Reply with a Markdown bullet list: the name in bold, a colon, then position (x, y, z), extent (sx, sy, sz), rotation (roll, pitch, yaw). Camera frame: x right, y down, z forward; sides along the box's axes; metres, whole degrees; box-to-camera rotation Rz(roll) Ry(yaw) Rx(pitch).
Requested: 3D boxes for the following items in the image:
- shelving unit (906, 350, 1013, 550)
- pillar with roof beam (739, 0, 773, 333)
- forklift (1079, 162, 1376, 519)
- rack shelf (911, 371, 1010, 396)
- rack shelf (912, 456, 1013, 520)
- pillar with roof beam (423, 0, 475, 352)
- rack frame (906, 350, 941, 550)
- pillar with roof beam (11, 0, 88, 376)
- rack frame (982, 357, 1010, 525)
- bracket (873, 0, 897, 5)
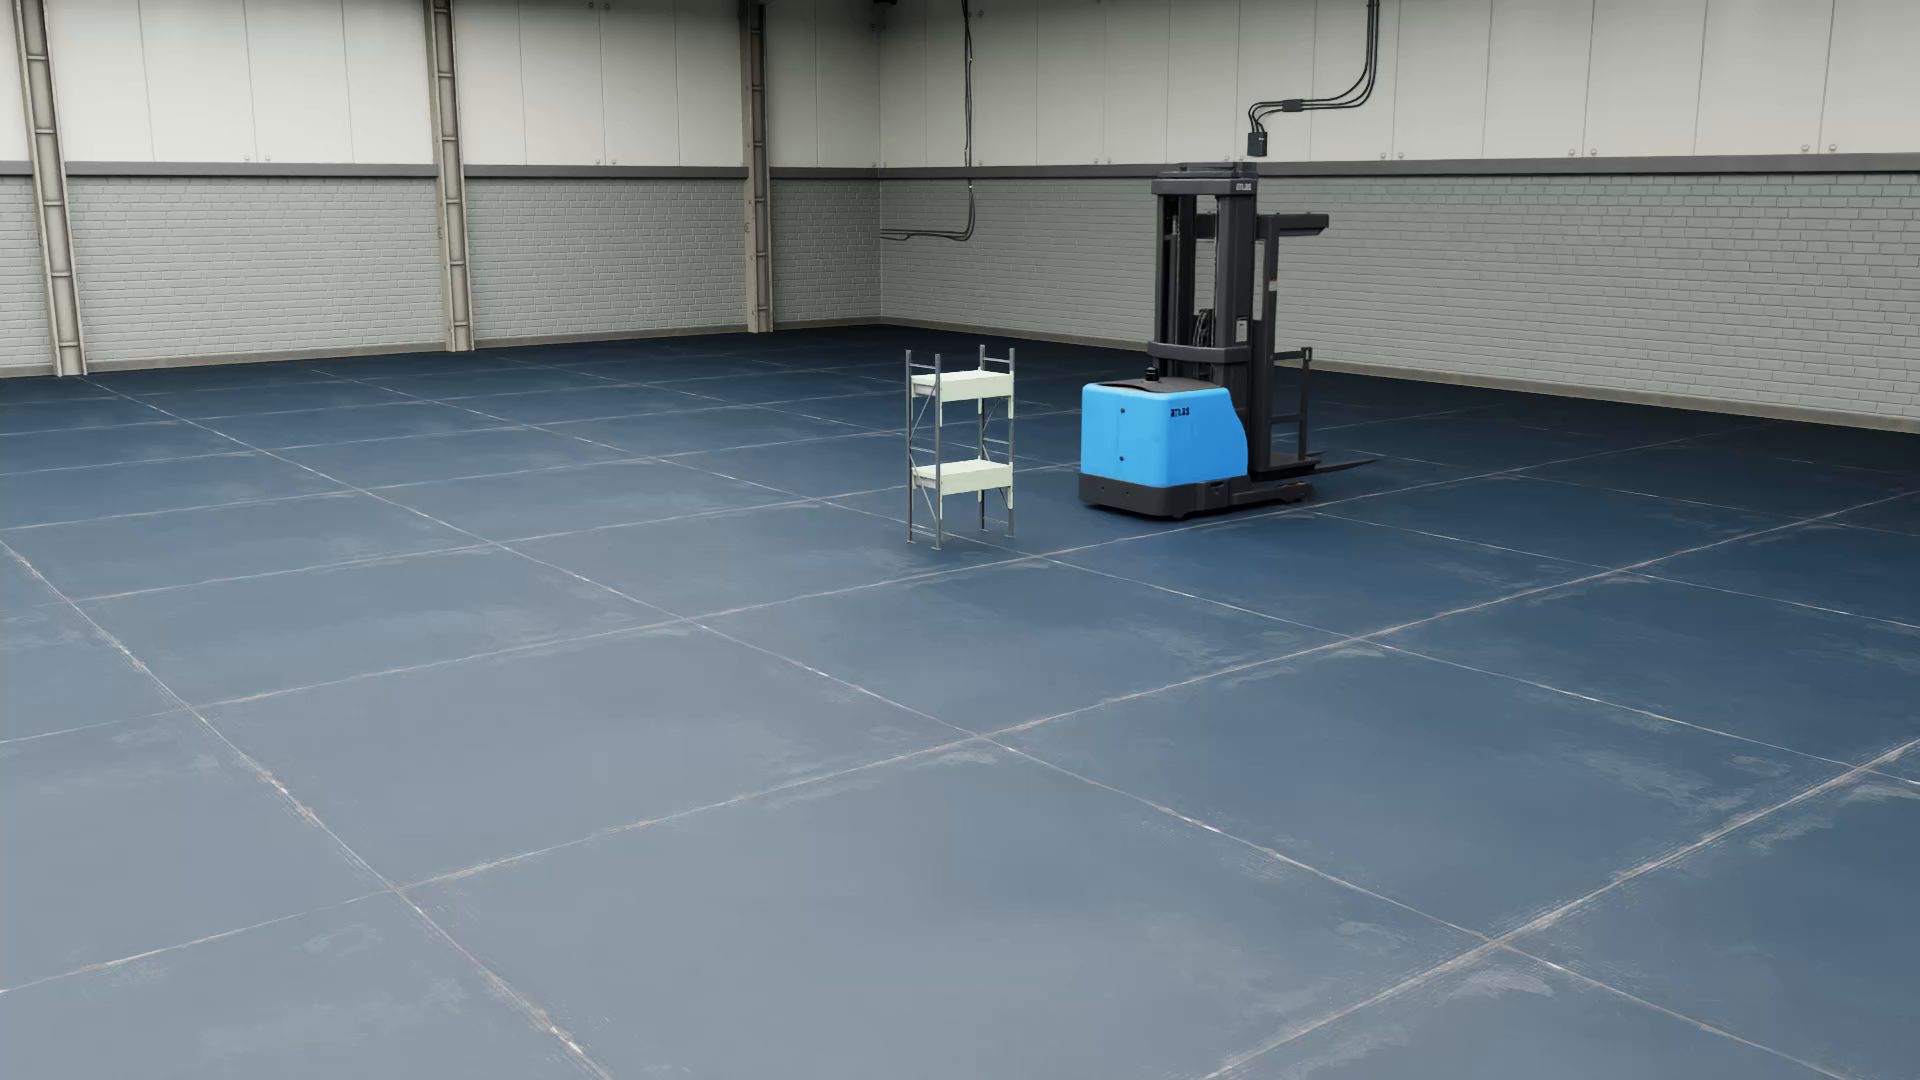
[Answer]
- **shelving unit**: position (0.003, -0.734, 12.975), extent (0.748, 1.500, 0.431), rotation (-9, 15, -38)
- **pillar with roof beam**: position (-1.158, -7.721, 27.825), extent (0.400, 9.000, 9.100), rotation (-9, 15, -38)
- **forklift**: position (2.510, -1.831, 14.695), extent (3.031, 2.935, 1.130), rotation (-9, 15, -37)
- **rack shelf**: position (0.005, -1.212, 12.876), extent (0.686, 0.124, 0.368), rotation (-9, 15, -38)
- **rack shelf**: position (0.005, -0.416, 13.045), extent (0.720, 0.370, 0.431), rotation (-9, 15, -38)
- **pillar with roof beam**: position (-5.844, -6.942, 24.159), extent (0.400, 9.000, 9.100), rotation (-9, 15, -38)
- **rack frame**: position (-0.281, -0.687, 12.753), extent (0.023, 1.500, 0.400), rotation (-9, 15, -38)
- **pillar with roof beam**: position (-10.529, -6.164, 20.492), extent (0.400, 9.000, 9.100), rotation (-9, 15, -38)
- **rack frame**: position (0.290, -0.782, 13.202), extent (0.010, 1.308, 0.380), rotation (-9, 15, -38)
- **bracket**: position (-1.451, -10.484, 32.170), extent (0.430, 0.232, 0.235), rotation (-9, 15, -38)
